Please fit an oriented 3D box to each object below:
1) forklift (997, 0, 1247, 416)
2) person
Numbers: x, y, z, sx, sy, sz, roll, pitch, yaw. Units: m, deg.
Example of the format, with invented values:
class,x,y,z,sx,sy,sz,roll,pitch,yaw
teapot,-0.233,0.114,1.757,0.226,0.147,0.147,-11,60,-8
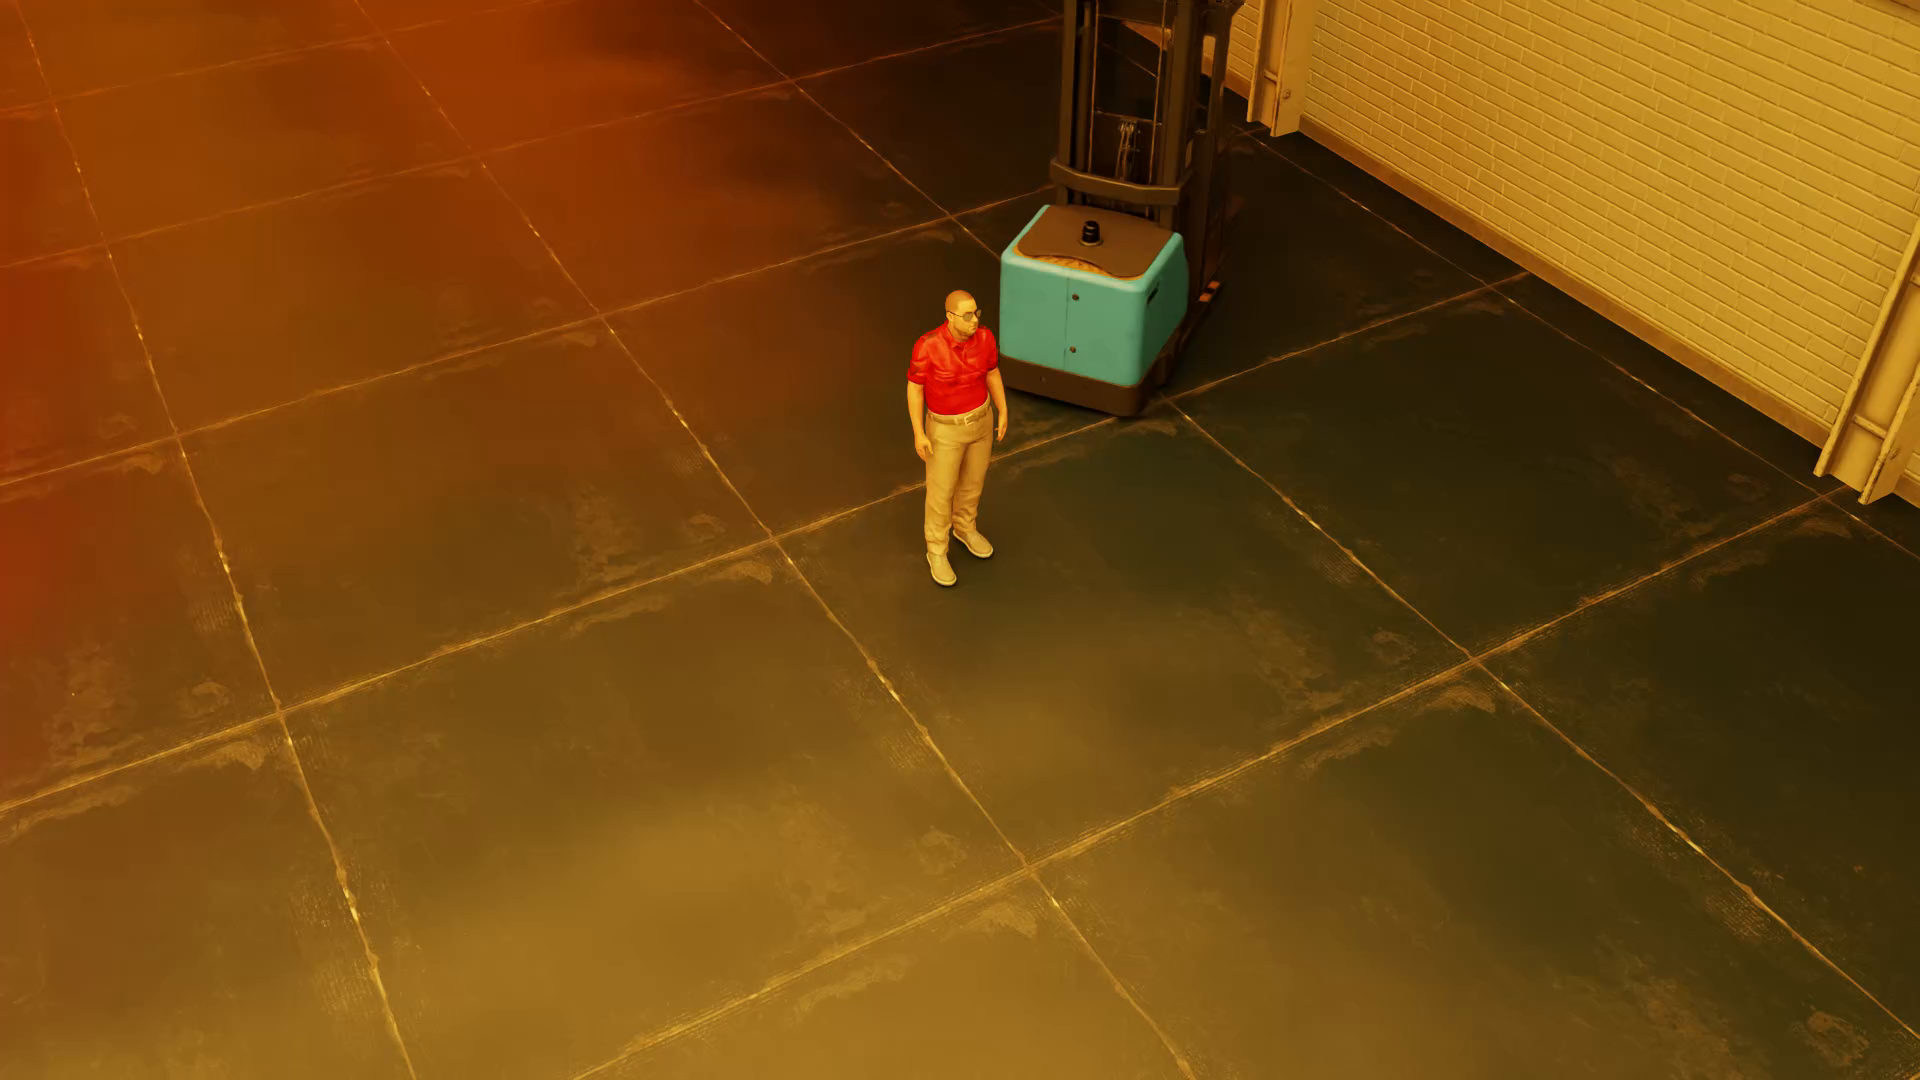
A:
class,x,y,z,sx,sy,sz,roll,pitch,yaw
forklift,1.333,-2.901,11.534,1.130,2.935,3.031,16,42,19
person,0.034,-0.617,9.711,0.640,1.727,0.551,-20,44,-23
